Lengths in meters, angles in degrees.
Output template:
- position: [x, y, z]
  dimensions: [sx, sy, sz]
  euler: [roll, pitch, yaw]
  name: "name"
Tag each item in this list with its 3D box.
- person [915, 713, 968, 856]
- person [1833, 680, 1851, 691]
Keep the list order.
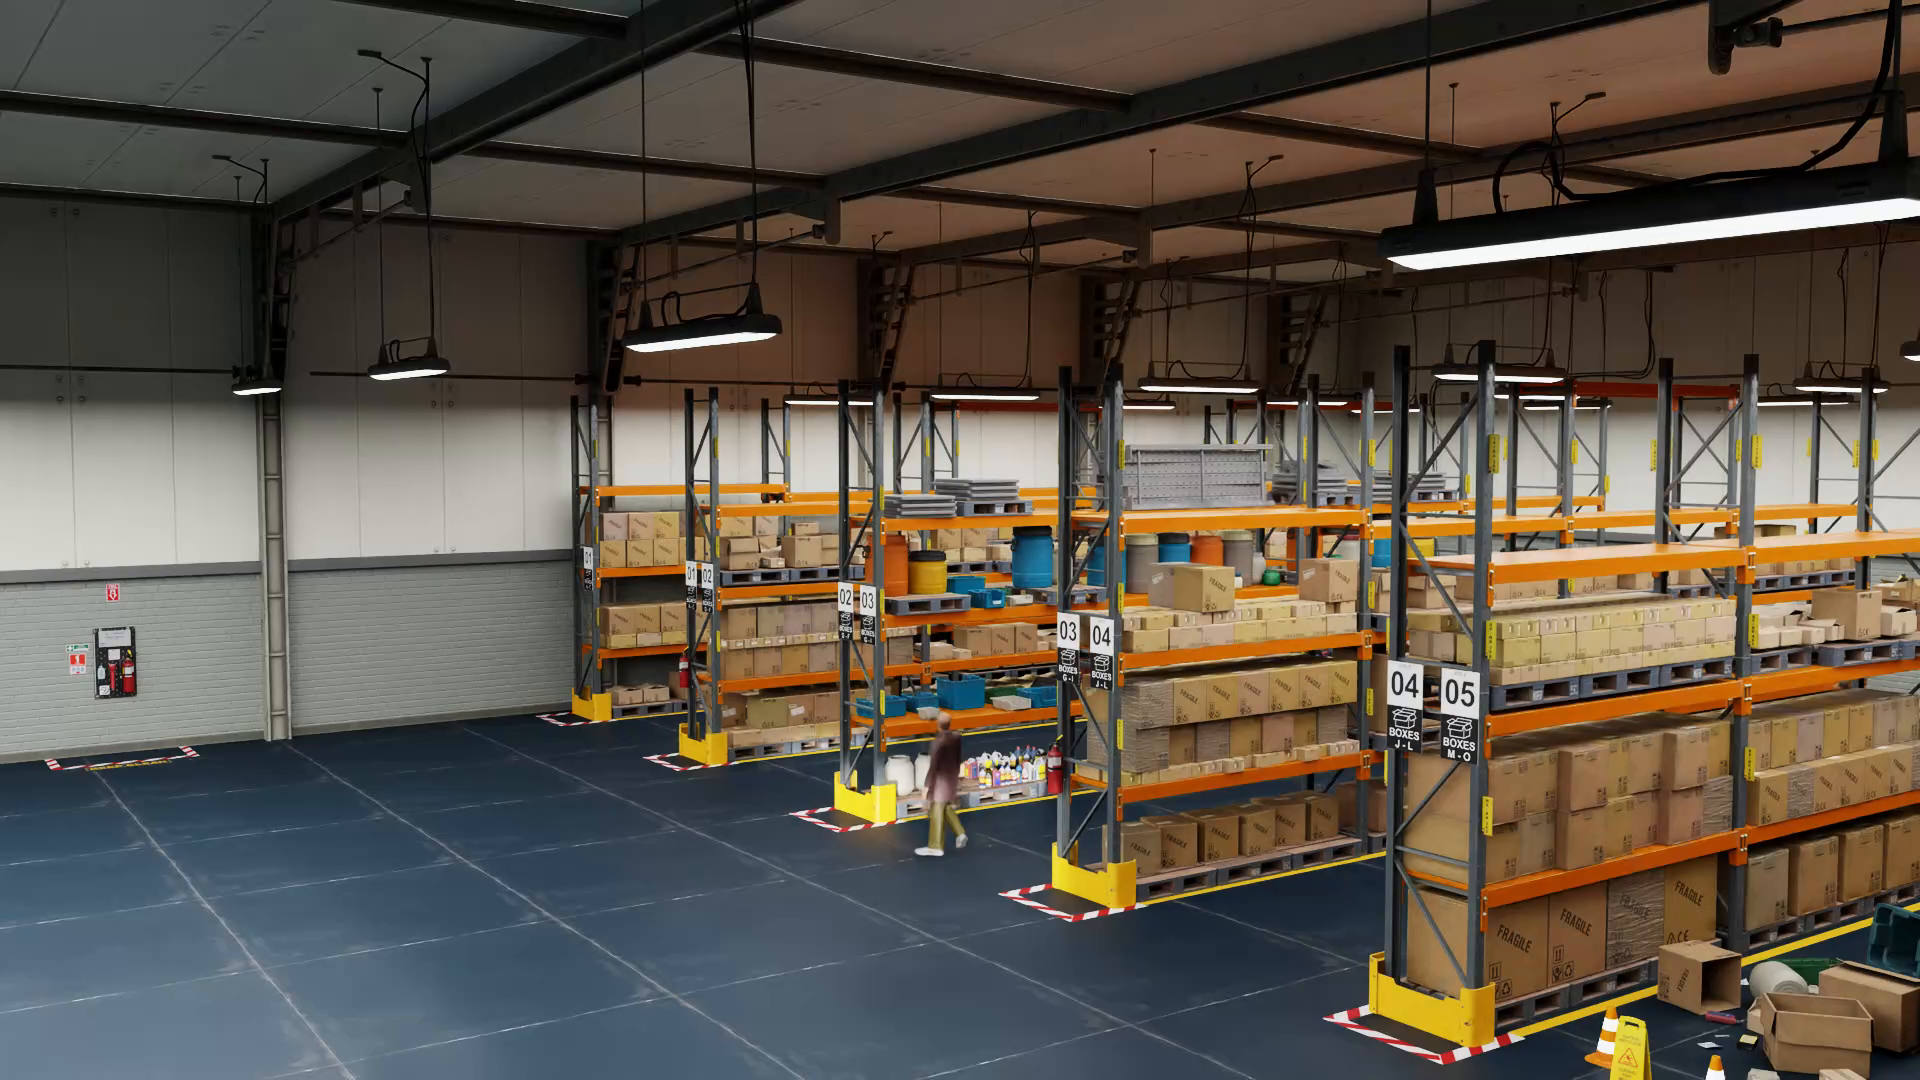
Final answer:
- position: [-0.215, 3.019, 20.708]
  dimensions: [0.584, 1.776, 0.655]
  euler: [1, 4, 23]
  name: "person"
- position: [13.233, 2.859, 24.958]
  dimensions: [0.988, 1.598, 0.437]
  euler: [-2, 4, -35]
  name: "person"
